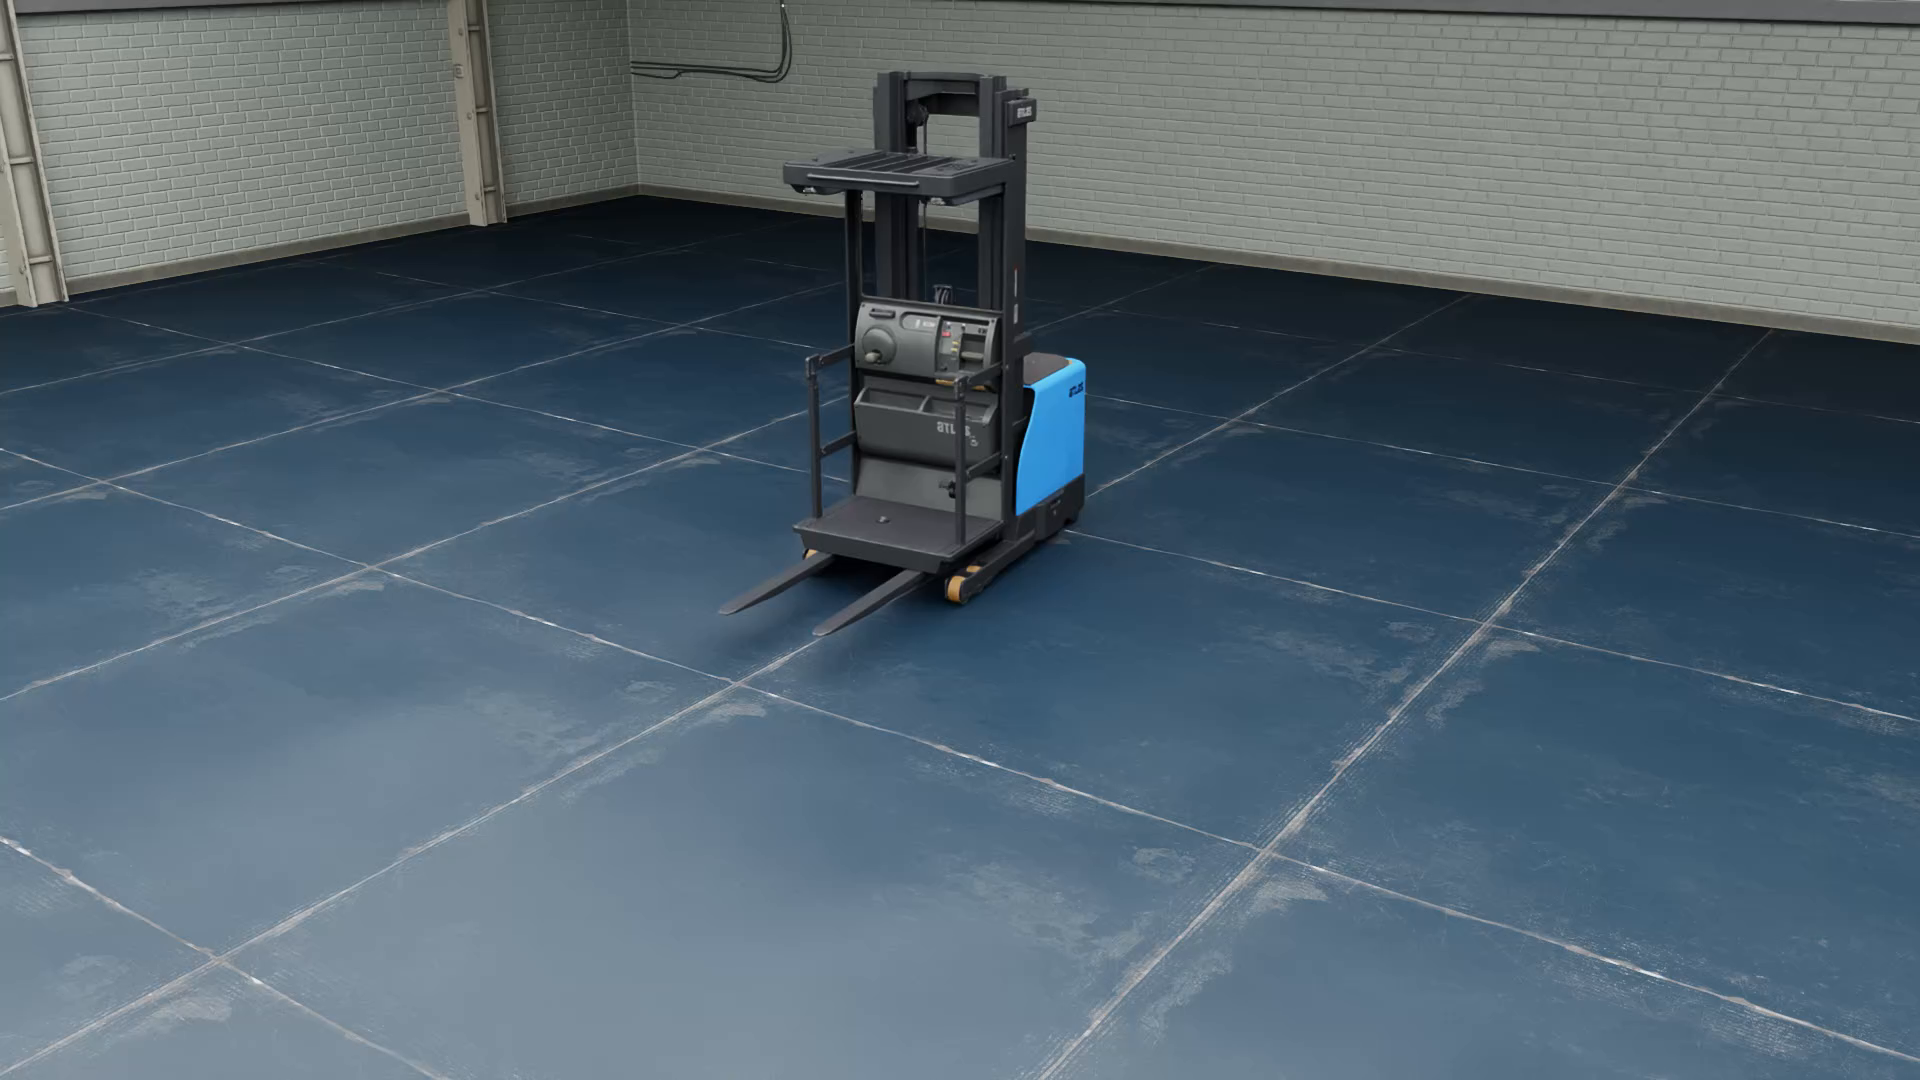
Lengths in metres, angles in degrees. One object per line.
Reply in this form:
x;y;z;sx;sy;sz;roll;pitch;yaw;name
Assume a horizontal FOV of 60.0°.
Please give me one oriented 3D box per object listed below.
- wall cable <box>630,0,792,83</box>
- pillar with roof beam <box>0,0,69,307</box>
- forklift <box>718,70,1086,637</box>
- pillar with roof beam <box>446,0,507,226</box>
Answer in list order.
-3.551;-7.583;22.769;3.097;2.526;0.112;13;24;32;wall cable
-6.113;-5.891;13.719;9.100;9.000;0.400;13;24;32;pillar with roof beam
-0.307;-1.177;9.722;1.130;2.935;3.031;11;23;26;forklift
-2.740;-7.612;18.373;9.100;9.000;0.400;13;24;32;pillar with roof beam
